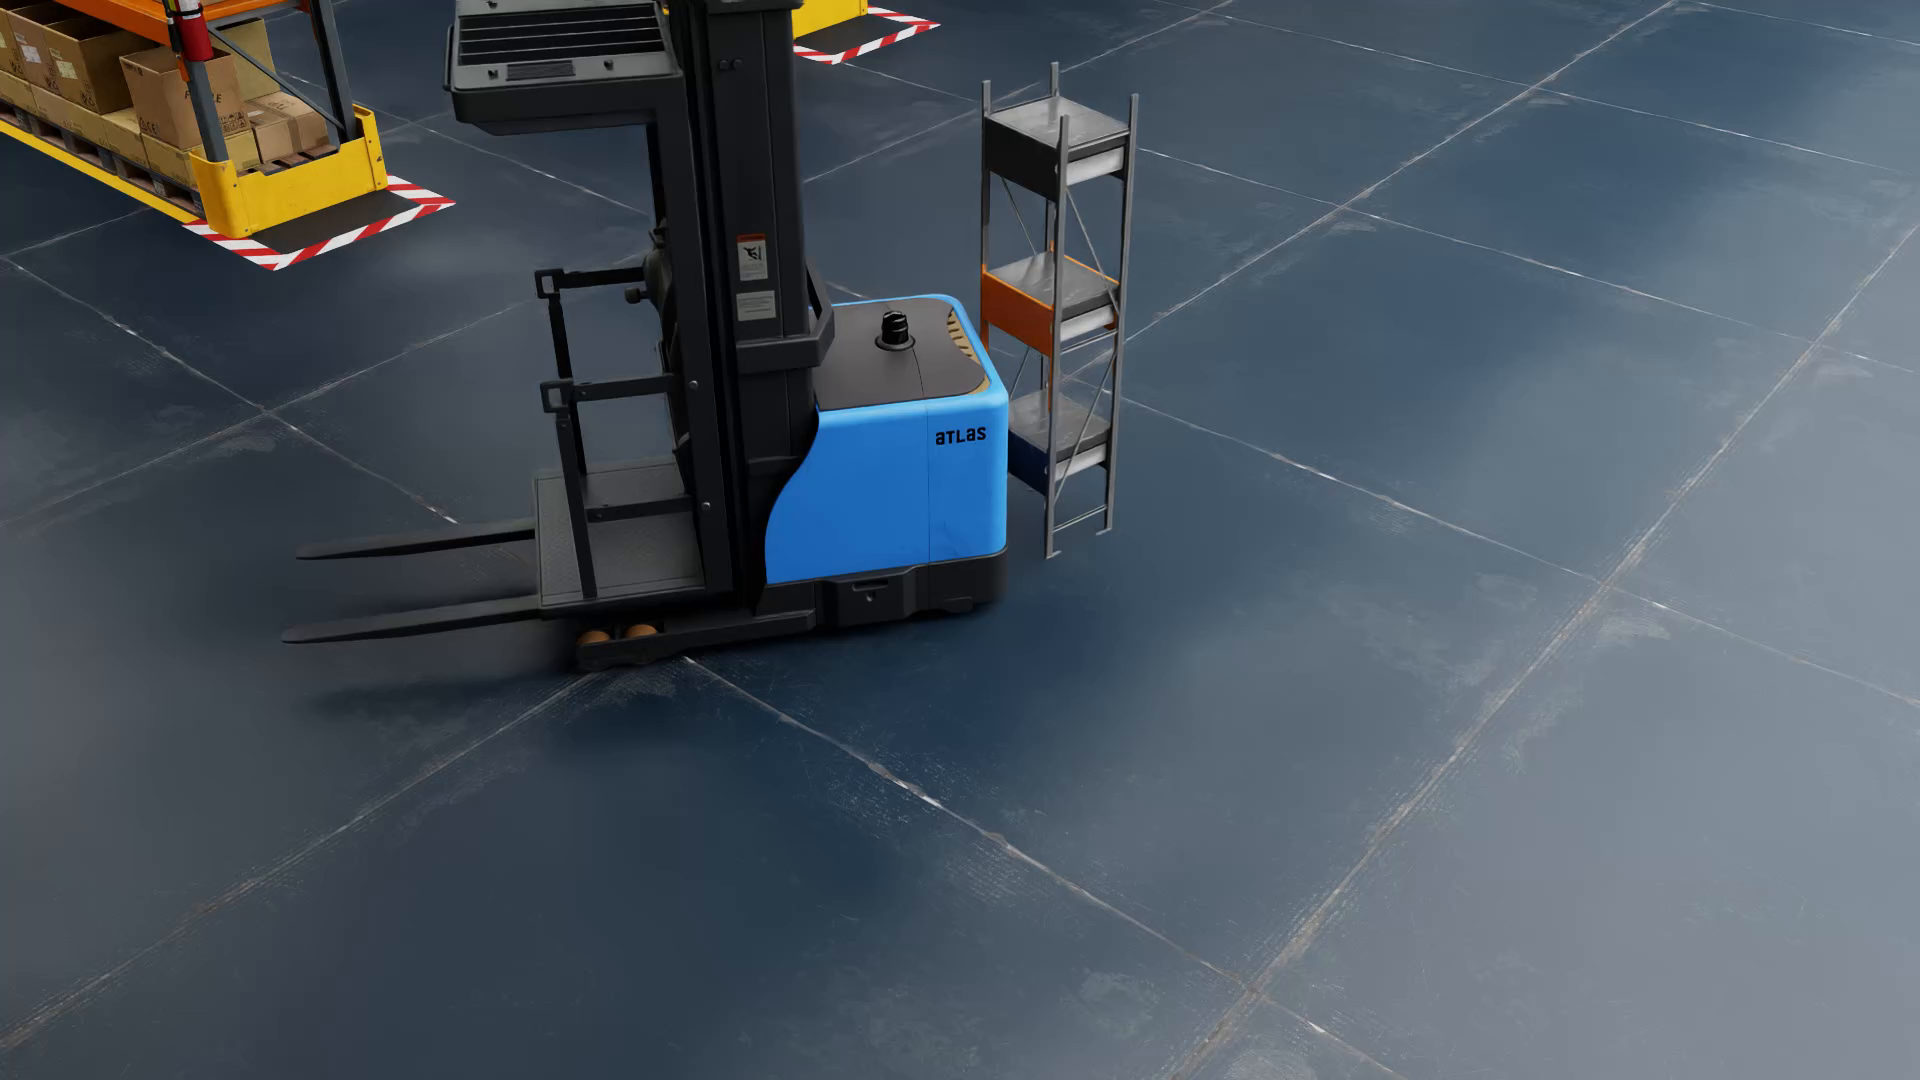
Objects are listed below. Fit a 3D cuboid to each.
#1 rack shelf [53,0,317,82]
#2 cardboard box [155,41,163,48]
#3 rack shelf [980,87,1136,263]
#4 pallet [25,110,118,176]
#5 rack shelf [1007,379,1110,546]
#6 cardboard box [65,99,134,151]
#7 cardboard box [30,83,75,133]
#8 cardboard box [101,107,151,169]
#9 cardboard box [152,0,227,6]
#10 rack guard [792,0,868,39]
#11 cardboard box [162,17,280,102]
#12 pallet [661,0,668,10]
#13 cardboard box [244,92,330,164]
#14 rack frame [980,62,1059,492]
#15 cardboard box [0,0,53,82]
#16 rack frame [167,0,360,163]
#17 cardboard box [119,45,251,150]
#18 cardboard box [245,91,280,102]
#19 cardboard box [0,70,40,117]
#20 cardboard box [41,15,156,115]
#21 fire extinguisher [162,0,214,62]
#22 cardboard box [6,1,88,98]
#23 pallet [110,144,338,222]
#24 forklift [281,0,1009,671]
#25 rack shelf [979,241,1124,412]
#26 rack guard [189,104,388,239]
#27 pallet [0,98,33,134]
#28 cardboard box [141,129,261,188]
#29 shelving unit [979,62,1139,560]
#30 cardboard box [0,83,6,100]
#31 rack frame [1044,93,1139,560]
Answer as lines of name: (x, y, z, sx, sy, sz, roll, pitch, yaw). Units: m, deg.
rack shelf: (-5.899, -3.880, 11.386, 4.000, 0.370, 1.077, 25, 42, 32)
cardboard box: (-5.410, -3.448, 11.516, 0.500, 0.500, 0.500, 25, 42, 32)
rack shelf: (0.400, -1.519, 6.895, 0.431, 0.518, 0.480, -24, 41, -30)
pallet: (-5.910, -3.003, 11.937, 1.213, 0.211, 1.003, 25, 42, 32)
rack shelf: (0.400, -0.365, 7.688, 0.431, 0.518, 0.480, -24, 41, -30)
cardboard box: (-5.741, -2.914, 11.401, 0.500, 0.250, 0.500, 25, 42, 32)
cardboard box: (-6.124, -3.096, 11.666, 0.500, 0.250, 0.500, 25, 42, 32)
cardboard box: (-5.356, -2.733, 11.138, 0.500, 0.250, 0.500, 25, 42, 32)
cardboard box: (-4.713, -3.668, 10.353, 0.500, 0.500, 0.700, 25, 42, 32)
rack guard: (-1.279, -4.582, 13.981, 0.348, 0.500, 1.175, 25, 42, 32)
cardboard box: (-5.018, -3.272, 11.260, 0.500, 0.500, 0.500, 25, 42, 32)
pallet: (-1.900, -4.760, 14.495, 1.213, 0.211, 1.003, 25, 42, 32)
cardboard box: (-4.632, -2.783, 11.210, 0.500, 0.250, 0.500, 25, 42, 32)
rack frame: (0.250, -1.063, 7.443, 0.400, 2.100, 0.015, -24, 41, -30)
cardboard box: (-6.512, -3.583, 11.714, 0.500, 0.500, 0.500, 25, 42, 32)
rack frame: (-4.362, -3.452, 10.127, 0.127, 3.000, 1.000, 25, 42, 32)
cardboard box: (-4.965, -2.866, 10.669, 0.500, 0.500, 0.500, 25, 42, 32)
cardboard box: (-5.019, -2.962, 11.472, 0.500, 0.250, 0.500, 25, 42, 32)
cardboard box: (-6.512, -3.274, 11.926, 0.500, 0.250, 0.500, 25, 42, 32)
cardboard box: (-5.743, -3.221, 11.187, 0.500, 0.500, 0.500, 25, 42, 32)
fire extinguisher: (-4.569, -3.175, 9.792, 0.183, 0.674, 0.296, 25, 42, 32)
cardboard box: (-6.126, -3.403, 11.451, 0.500, 0.500, 0.500, 25, 42, 32)
pallet: (-4.977, -2.561, 11.293, 1.213, 0.211, 1.003, 25, 42, 32)
forklift: (-1.361, -0.990, 6.603, 3.031, 2.935, 1.130, -8, 35, -11)
rack shelf: (0.400, -0.942, 7.292, 0.431, 0.518, 0.480, -24, 41, -30)
rack guard: (-4.344, -2.413, 10.822, 0.348, 0.500, 1.175, 25, 42, 32)
pallet: (-6.852, -3.445, 12.580, 1.213, 0.211, 1.003, 25, 42, 32)
cardboard box: (-4.964, -2.557, 10.882, 0.500, 0.250, 0.500, 25, 42, 32)
shelving unit: (0.400, -0.954, 7.284, 0.431, 2.100, 0.503, -24, 41, -30)
cardboard box: (-6.893, -3.457, 12.193, 0.500, 0.250, 0.500, 25, 42, 32)
rack frame: (0.550, -0.845, 7.125, 0.400, 2.100, 0.015, -24, 41, -30)
